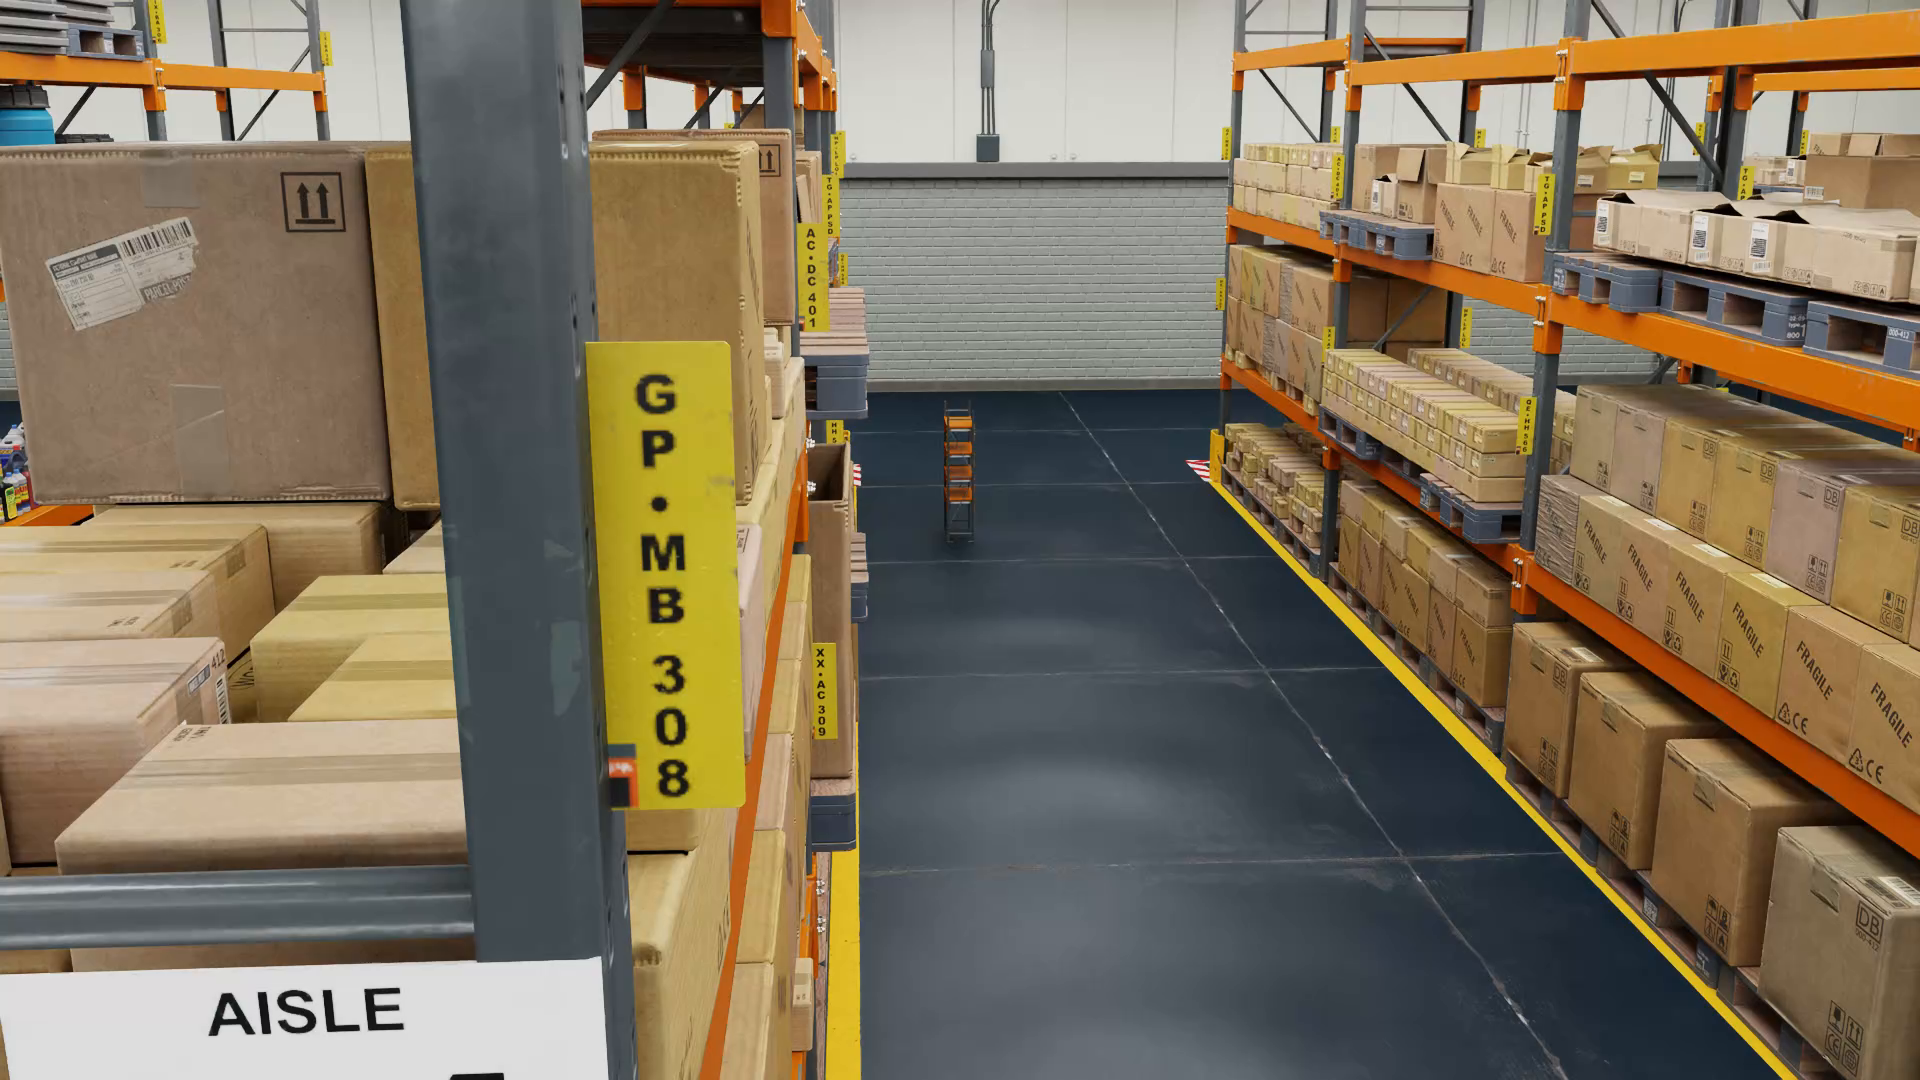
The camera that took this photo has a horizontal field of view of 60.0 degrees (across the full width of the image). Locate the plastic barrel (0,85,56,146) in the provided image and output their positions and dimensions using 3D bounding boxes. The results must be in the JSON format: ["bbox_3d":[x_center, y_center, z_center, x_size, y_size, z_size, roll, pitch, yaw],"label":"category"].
[{"bbox_3d":[-6.170,-2.471,10.742,0.600,0.901,0.708,-1,14,-3],"label":"plastic barrel"}]

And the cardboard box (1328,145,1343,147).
[{"bbox_3d":[3.586,-3.535,15.224,0.380,0.149,0.250,-1,14,-2],"label":"cardboard box"}]

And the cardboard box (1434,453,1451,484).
[{"bbox_3d":[3.200,-0.451,10.419,0.380,0.149,0.250,-1,14,-2],"label":"cardboard box"}]

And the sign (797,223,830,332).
[{"bbox_3d":[-0.448,-0.795,5.038,0.100,0.325,0.005,-1,14,-3],"label":"sign"}]

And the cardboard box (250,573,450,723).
[{"bbox_3d":[-0.586,0.141,1.938,0.380,0.149,0.250,-1,14,-4],"label":"cardboard box"}]

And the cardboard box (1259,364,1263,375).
[{"bbox_3d":[3.083,-1.649,15.921,0.380,0.149,0.250,-1,14,-4],"label":"cardboard box"}]

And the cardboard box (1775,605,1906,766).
[{"bbox_3d":[3.637,0.568,6.600,0.500,0.500,0.500,-1,14,-4],"label":"cardboard box"}]

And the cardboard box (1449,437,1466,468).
[{"bbox_3d":[3.217,-0.535,10.152,0.380,0.149,0.250,0,14,-1],"label":"cardboard box"}]

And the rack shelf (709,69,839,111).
[{"bbox_3d":[-1.609,-3.932,14.494,1.077,0.370,4.000,-1,14,-3],"label":"rack shelf"}]

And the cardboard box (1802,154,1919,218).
[{"bbox_3d":[4.107,-1.452,7.388,0.500,0.500,0.500,-1,14,-3],"label":"cardboard box"}]

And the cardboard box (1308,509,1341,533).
[{"bbox_3d":[3.135,-0.163,13.920,0.380,0.149,0.250,-1,14,-2],"label":"cardboard box"}]

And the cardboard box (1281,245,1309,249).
[{"bbox_3d":[3.501,-2.684,16.634,0.500,0.500,0.500,-1,14,-5],"label":"cardboard box"}]

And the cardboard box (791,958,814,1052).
[{"bbox_3d":[-0.594,1.275,4.555,0.380,0.149,0.250,-1,14,-3],"label":"cardboard box"}]

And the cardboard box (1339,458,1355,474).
[{"bbox_3d":[3.562,-0.649,15.214,0.380,0.149,0.250,-1,15,-6],"label":"cardboard box"}]

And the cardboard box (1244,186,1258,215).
[{"bbox_3d":[3.025,-3.251,15.921,0.500,0.250,0.500,0,14,-2],"label":"cardboard box"}]

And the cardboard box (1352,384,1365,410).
[{"bbox_3d":[3.088,-1.050,12.151,0.380,0.149,0.250,-2,15,-6],"label":"cardboard box"}]

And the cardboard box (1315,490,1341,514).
[{"bbox_3d":[3.190,-0.318,13.926,0.380,0.149,0.250,0,14,-2],"label":"cardboard box"}]

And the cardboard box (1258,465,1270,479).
[{"bbox_3d":[3.083,-0.691,15.974,0.380,0.149,0.250,-2,15,-6],"label":"cardboard box"}]

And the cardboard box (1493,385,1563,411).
[{"bbox_3d":[3.801,-0.942,11.136,0.380,0.149,0.250,0,14,-2],"label":"cardboard box"}]

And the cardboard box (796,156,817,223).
[{"bbox_3d":[-0.900,-1.454,7.433,0.500,0.500,0.500,-1,14,-2],"label":"cardboard box"}]

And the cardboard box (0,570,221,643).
[{"bbox_3d":[-1.095,0.143,1.931,0.380,0.149,0.250,-2,15,-6],"label":"cardboard box"}]

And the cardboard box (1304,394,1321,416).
[{"bbox_3d":[3.096,-1.130,13.904,0.380,0.149,0.250,-1,14,-5],"label":"cardboard box"}]

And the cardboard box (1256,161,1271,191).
[{"bbox_3d":[3.045,-3.370,15.384,0.500,0.250,0.500,-1,14,-3],"label":"cardboard box"}]

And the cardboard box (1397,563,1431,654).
[{"bbox_3d":[3.341,0.460,11.394,0.500,0.500,0.500,-2,15,-6],"label":"cardboard box"}]

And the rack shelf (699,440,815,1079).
[{"bbox_3d":[-0.865,0.312,3.219,1.077,0.370,4.000,-1,14,-3],"label":"rack shelf"}]

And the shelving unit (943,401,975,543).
[{"bbox_3d":[-0.010,-0.622,15.037,0.258,1.200,0.503,-1,14,-3],"label":"shelving unit"}]

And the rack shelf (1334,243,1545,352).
[{"bbox_3d":[3.596,-1.729,11.151,1.077,0.370,4.000,-1,14,-3],"label":"rack shelf"}]

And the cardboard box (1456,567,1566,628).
[{"bbox_3d":[3.416,0.350,10.313,0.500,0.250,0.500,-1,14,-5],"label":"cardboard box"}]

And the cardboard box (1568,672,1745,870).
[{"bbox_3d":[3.725,1.129,8.291,1.050,0.750,0.750,-1,14,-3],"label":"cardboard box"}]

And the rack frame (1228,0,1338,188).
[{"bbox_3d":[3.224,-5.023,16.487,1.000,3.000,0.127,-1,14,-3],"label":"rack frame"}]

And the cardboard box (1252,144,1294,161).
[{"bbox_3d":[2.973,-3.656,15.692,0.380,0.149,0.250,-1,14,-3],"label":"cardboard box"}]

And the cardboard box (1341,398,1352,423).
[{"bbox_3d":[3.072,-0.968,12.430,0.380,0.149,0.250,-1,14,-3],"label":"cardboard box"}]

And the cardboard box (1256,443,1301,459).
[{"bbox_3d":[3.048,-0.832,15.923,0.380,0.149,0.250,0,14,-1],"label":"cardboard box"}]

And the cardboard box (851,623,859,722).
[{"bbox_3d":[-1.259,0.578,10.183,1.225,0.875,0.875,-2,15,-6],"label":"cardboard box"}]

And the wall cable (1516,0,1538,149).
[{"bbox_3d":[7.525,-6.534,22.364,0.463,3.000,0.029,-1,14,-3],"label":"wall cable"}]

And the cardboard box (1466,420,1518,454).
[{"bbox_3d":[3.232,-0.612,9.853,0.380,0.149,0.250,-1,15,-6],"label":"cardboard box"}]

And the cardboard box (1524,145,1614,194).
[{"bbox_3d":[3.435,-2.096,9.396,0.396,0.266,0.258,-1,14,-3],"label":"cardboard box"}]

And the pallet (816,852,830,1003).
[{"bbox_3d":[-1.117,1.771,7.718,1.003,0.211,1.213,-1,14,-3],"label":"pallet"}]

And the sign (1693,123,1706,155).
[{"bbox_3d":[7.604,-4.126,17.110,0.100,0.325,0.005,-1,14,-3],"label":"sign"}]

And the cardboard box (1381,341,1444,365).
[{"bbox_3d":[3.693,-1.442,13.813,0.500,0.500,0.500,-1,14,-4],"label":"cardboard box"}]

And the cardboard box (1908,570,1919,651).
[{"bbox_3d":[3.931,0.211,5.978,0.700,0.500,0.500,-1,14,-4],"label":"cardboard box"}]

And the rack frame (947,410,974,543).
[{"bbox_3d":[0.005,-0.562,14.801,0.240,1.200,0.015,-1,14,-3],"label":"rack frame"}]

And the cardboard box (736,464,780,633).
[{"bbox_3d":[-0.615,0.029,3.176,0.500,0.250,0.500,0,14,-2],"label":"cardboard box"}]

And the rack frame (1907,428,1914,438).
[{"bbox_3d":[8.406,-1.224,13.763,1.000,3.000,0.127,-1,14,-3],"label":"rack frame"}]

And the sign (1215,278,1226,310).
[{"bbox_3d":[2.683,-2.528,17.094,0.100,0.325,0.005,-1,14,-3],"label":"sign"}]

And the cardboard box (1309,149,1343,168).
[{"bbox_3d":[3.096,-3.137,13.676,0.380,0.149,0.250,-1,14,-4],"label":"cardboard box"}]

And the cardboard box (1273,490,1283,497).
[{"bbox_3d":[3.094,-0.361,15.287,0.380,0.149,0.250,-1,14,-2],"label":"cardboard box"}]

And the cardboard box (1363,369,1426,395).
[{"bbox_3d":[3.103,-1.128,11.859,0.380,0.149,0.250,-1,14,-4],"label":"cardboard box"}]

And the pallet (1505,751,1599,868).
[{"bbox_3d":[3.693,1.420,9.083,1.003,0.211,1.213,-1,14,-3],"label":"pallet"}]

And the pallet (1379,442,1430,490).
[{"bbox_3d":[3.556,-0.526,11.437,1.003,0.211,1.213,-1,14,-3],"label":"pallet"}]

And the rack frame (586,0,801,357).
[{"bbox_3d":[-0.989,-1.987,4.688,1.000,3.000,0.127,-1,14,-3],"label":"rack frame"}]

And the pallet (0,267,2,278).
[{"bbox_3d":[-6.130,-1.553,9.400,1.003,0.211,1.213,-1,14,-3],"label":"pallet"}]
